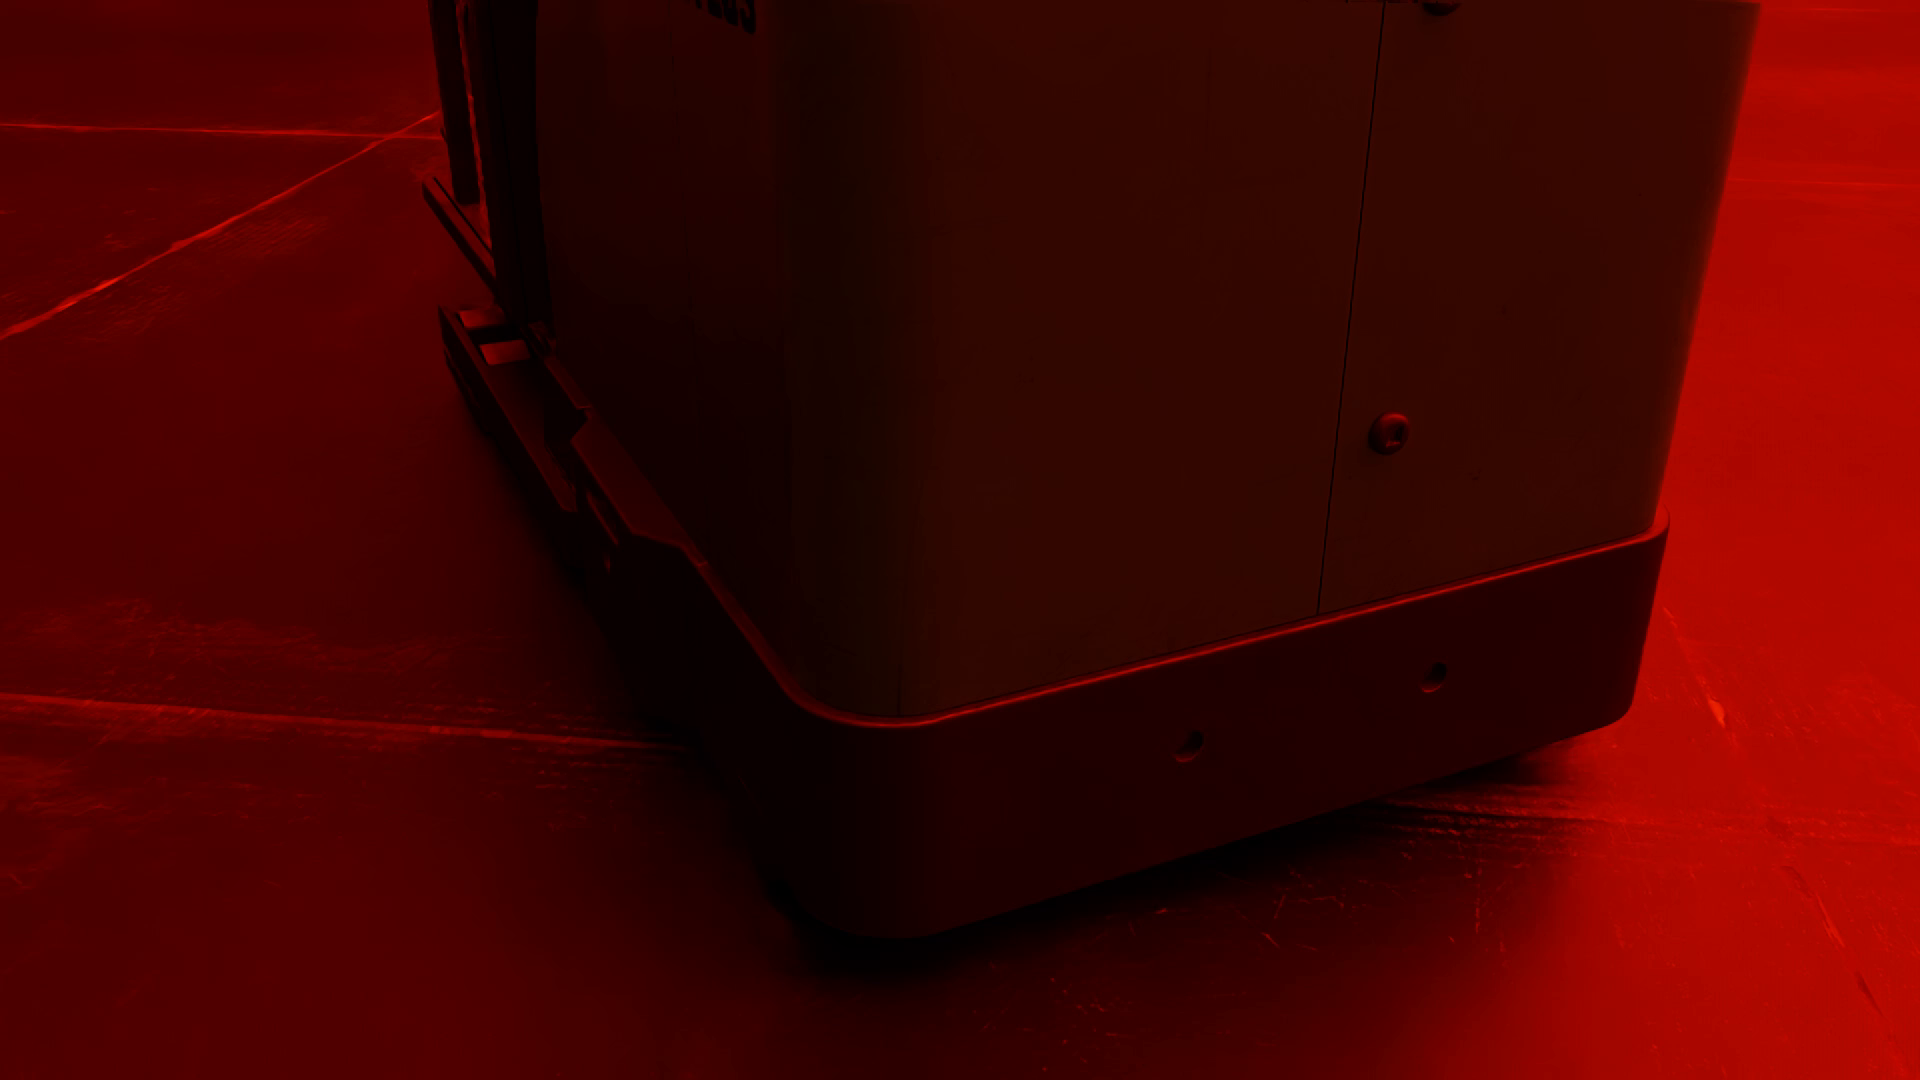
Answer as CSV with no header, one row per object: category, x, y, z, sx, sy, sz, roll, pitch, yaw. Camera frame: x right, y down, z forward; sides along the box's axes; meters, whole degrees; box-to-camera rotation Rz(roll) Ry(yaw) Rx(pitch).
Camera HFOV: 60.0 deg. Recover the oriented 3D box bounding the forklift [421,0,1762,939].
forklift,-0.288,-1.563,2.350,1.130,2.935,3.031,-12,29,-23
